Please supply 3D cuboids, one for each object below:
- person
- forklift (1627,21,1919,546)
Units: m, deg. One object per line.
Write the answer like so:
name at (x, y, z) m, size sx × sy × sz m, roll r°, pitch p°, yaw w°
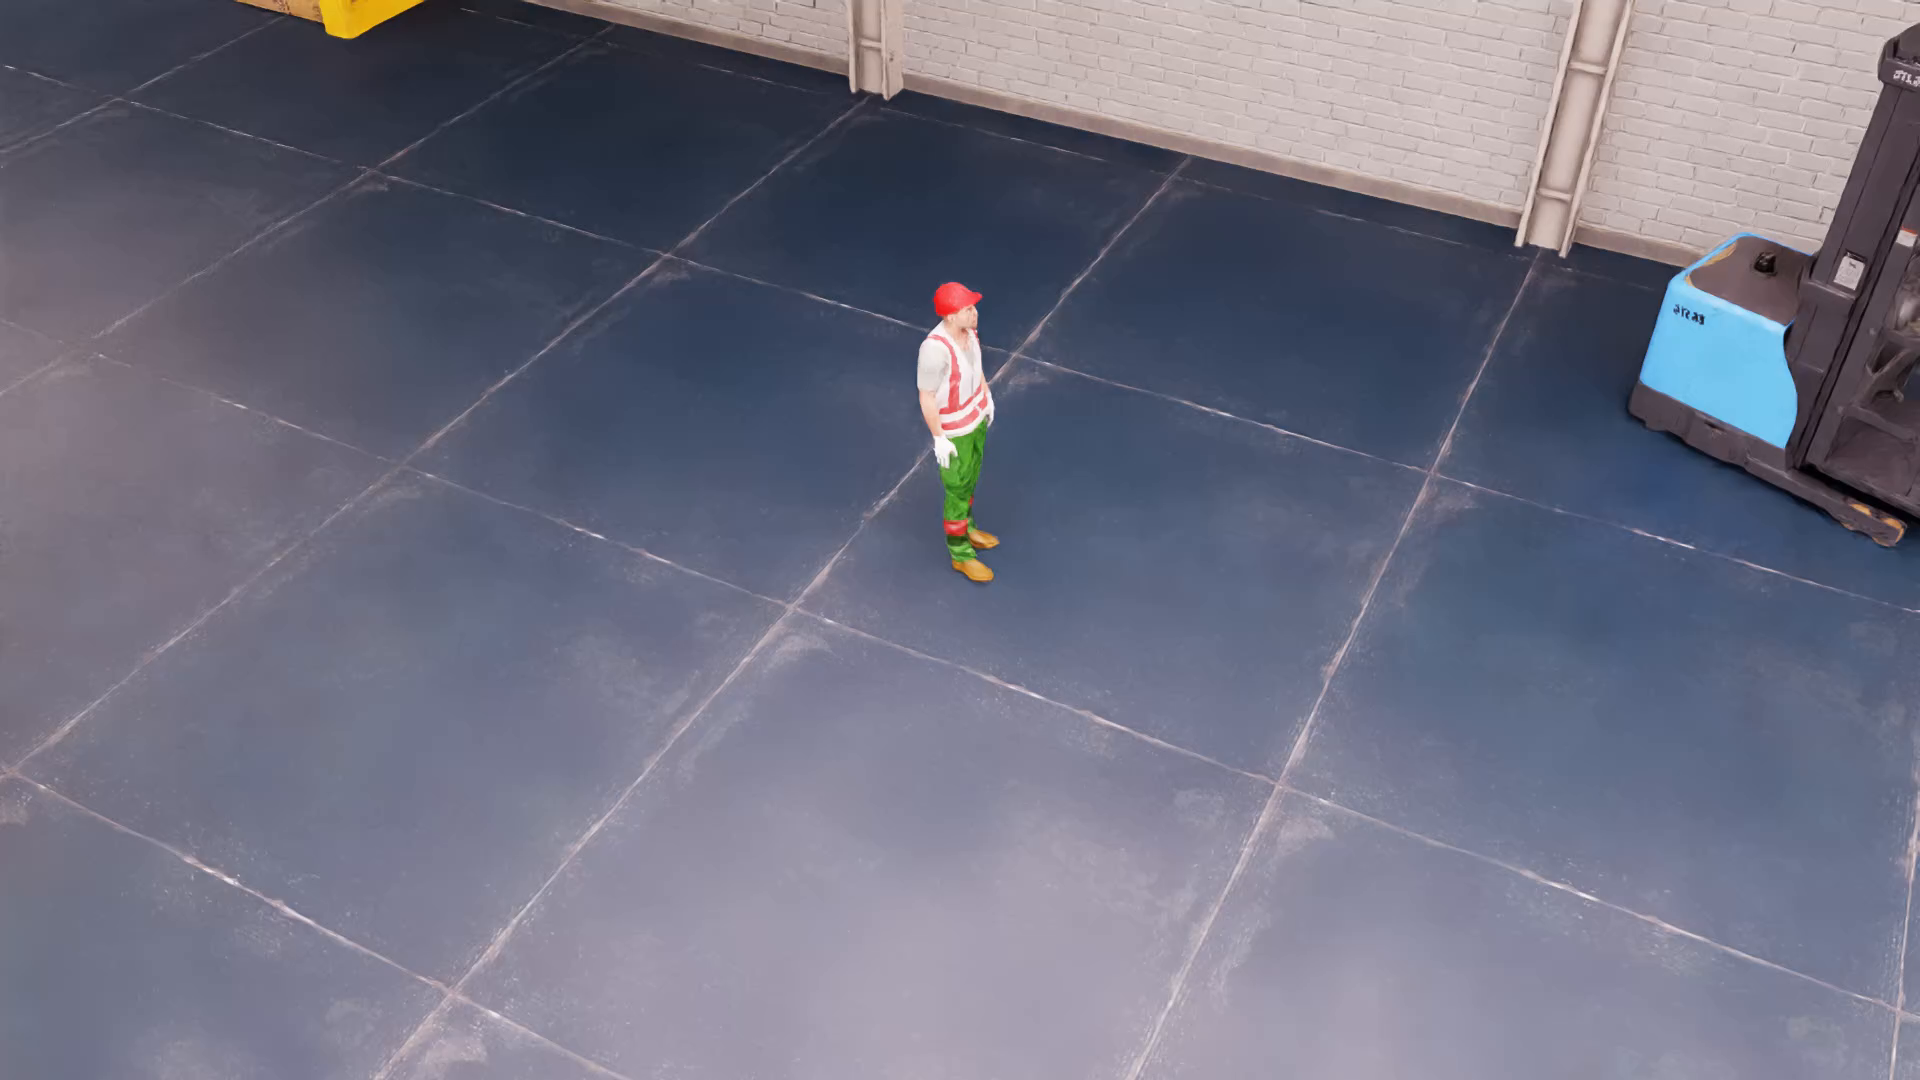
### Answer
person at (0.066, -0.660, 9.645) m, size 0.563 × 1.787 × 0.637 m, roll 18°, pitch 43°, yaw 21°
forklift at (5.865, -1.462, 9.722) m, size 1.130 × 2.935 × 3.031 m, roll -31°, pitch 49°, yaw -31°
